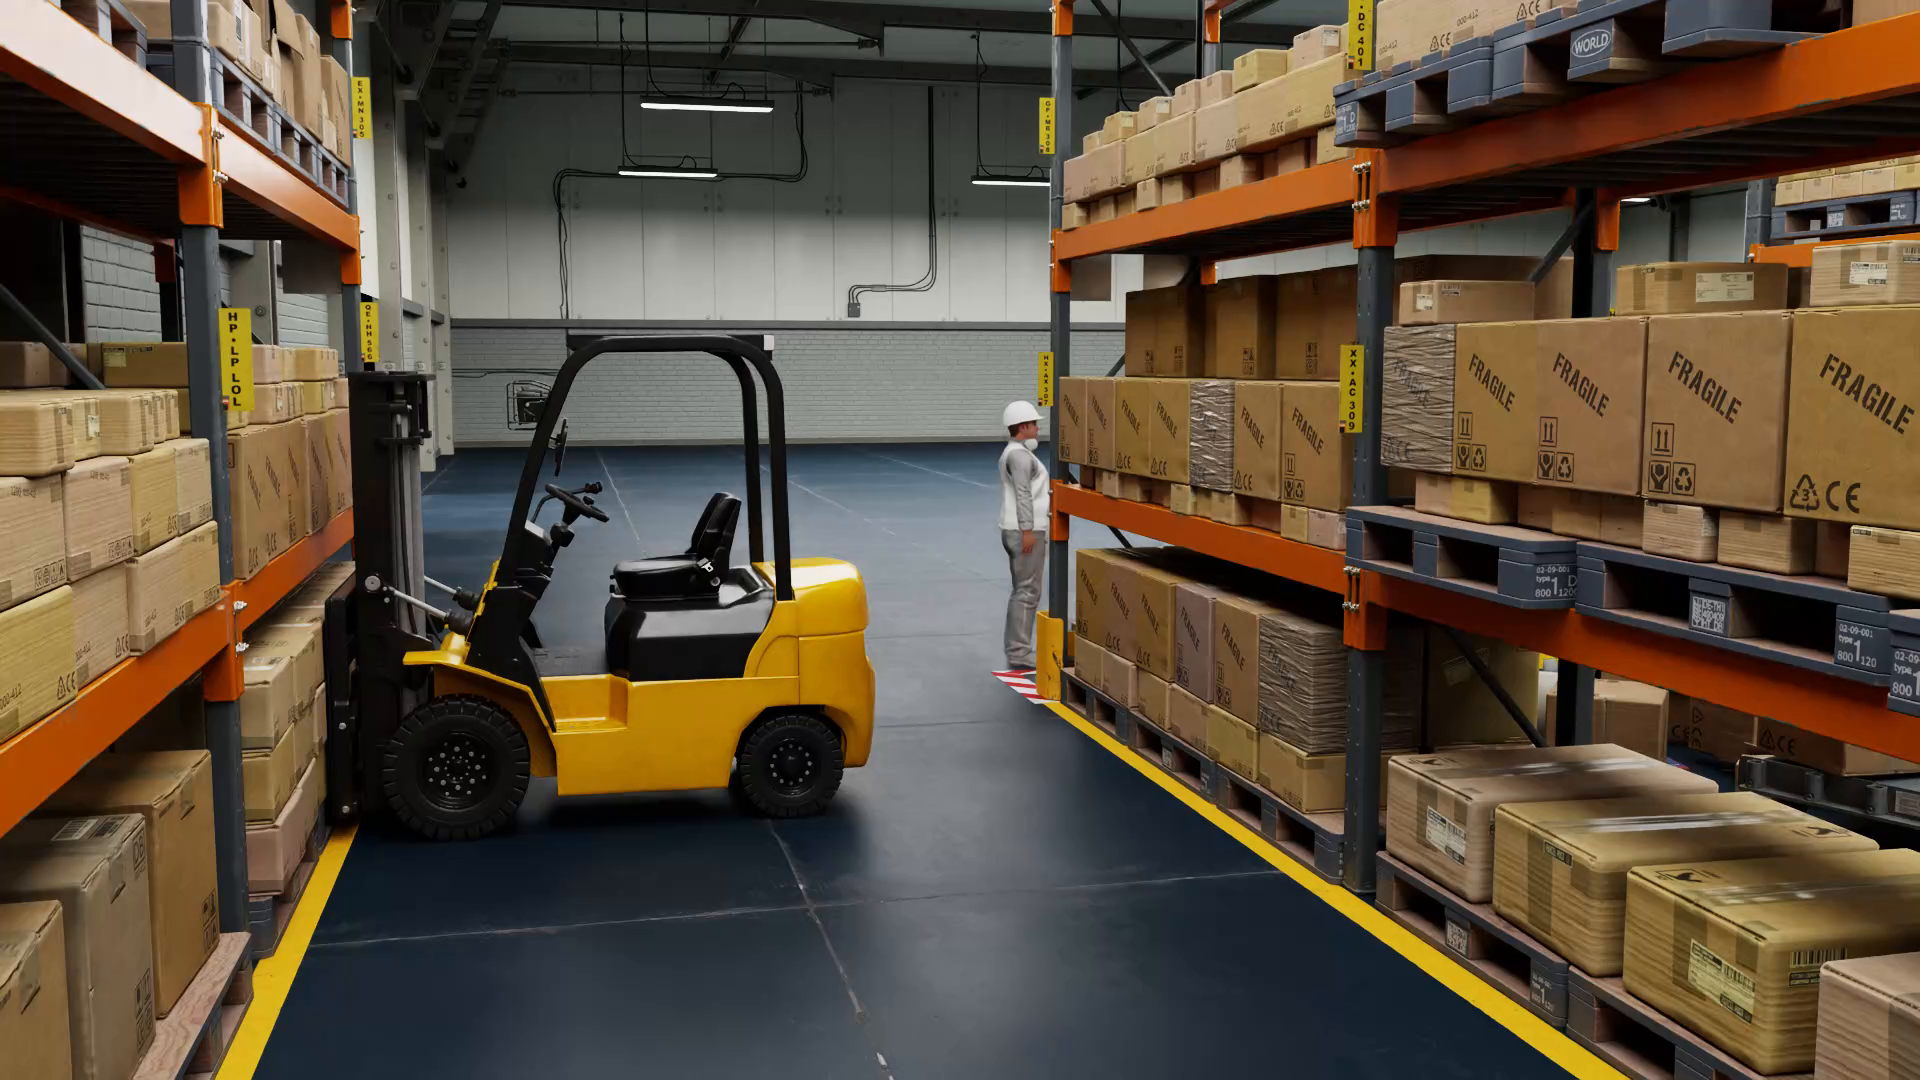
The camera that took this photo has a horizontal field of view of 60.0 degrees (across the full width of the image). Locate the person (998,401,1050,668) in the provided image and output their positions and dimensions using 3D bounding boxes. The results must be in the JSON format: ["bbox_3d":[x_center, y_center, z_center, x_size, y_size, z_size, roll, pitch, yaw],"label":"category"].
[{"bbox_3d":[0.450,-0.046,11.253,0.363,1.780,0.592,-1,6,-8],"label":"person"}]
